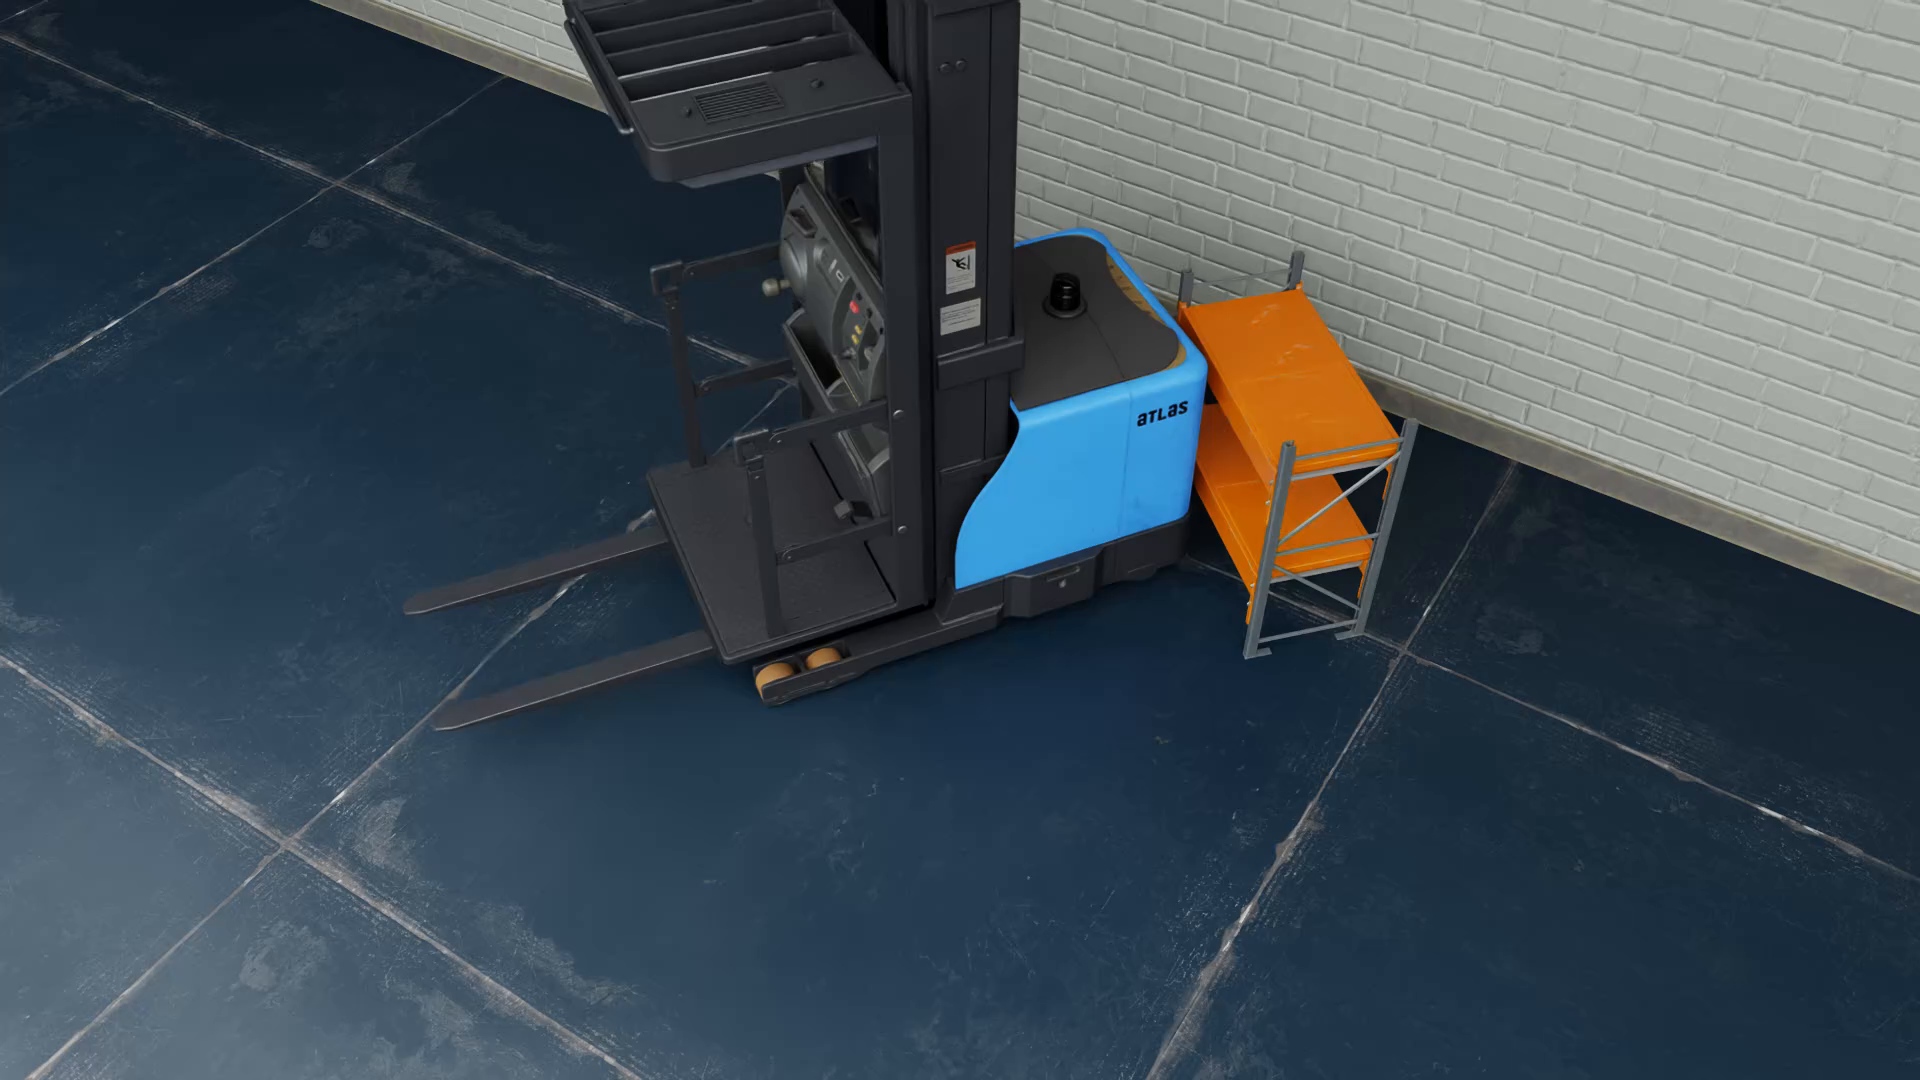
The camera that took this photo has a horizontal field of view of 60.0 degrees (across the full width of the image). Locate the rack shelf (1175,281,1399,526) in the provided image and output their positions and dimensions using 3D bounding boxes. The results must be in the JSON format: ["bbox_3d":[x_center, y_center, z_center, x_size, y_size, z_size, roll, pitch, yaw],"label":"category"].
[{"bbox_3d":[1.228,-0.537,6.301,0.538,0.278,1.000,-11,47,-10],"label":"rack shelf"}]

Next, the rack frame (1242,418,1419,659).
[{"bbox_3d":[1.357,0.020,6.168,0.500,1.125,0.032,-11,47,-10],"label":"rack frame"}]

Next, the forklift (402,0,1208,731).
[{"bbox_3d":[-0.631,-0.825,5.730,3.031,2.935,1.130,-17,48,-16],"label":"forklift"}]

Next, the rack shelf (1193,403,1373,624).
[{"bbox_3d":[1.228,-0.162,6.686,0.538,0.278,1.000,-11,47,-10],"label":"rack shelf"}]

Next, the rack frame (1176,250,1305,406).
[{"bbox_3d":[1.100,-0.686,6.854,0.500,1.125,0.032,-11,47,-10],"label":"rack frame"}]

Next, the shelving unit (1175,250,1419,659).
[{"bbox_3d":[1.228,-0.333,6.511,0.538,1.125,1.048,-11,47,-10],"label":"shelving unit"}]
